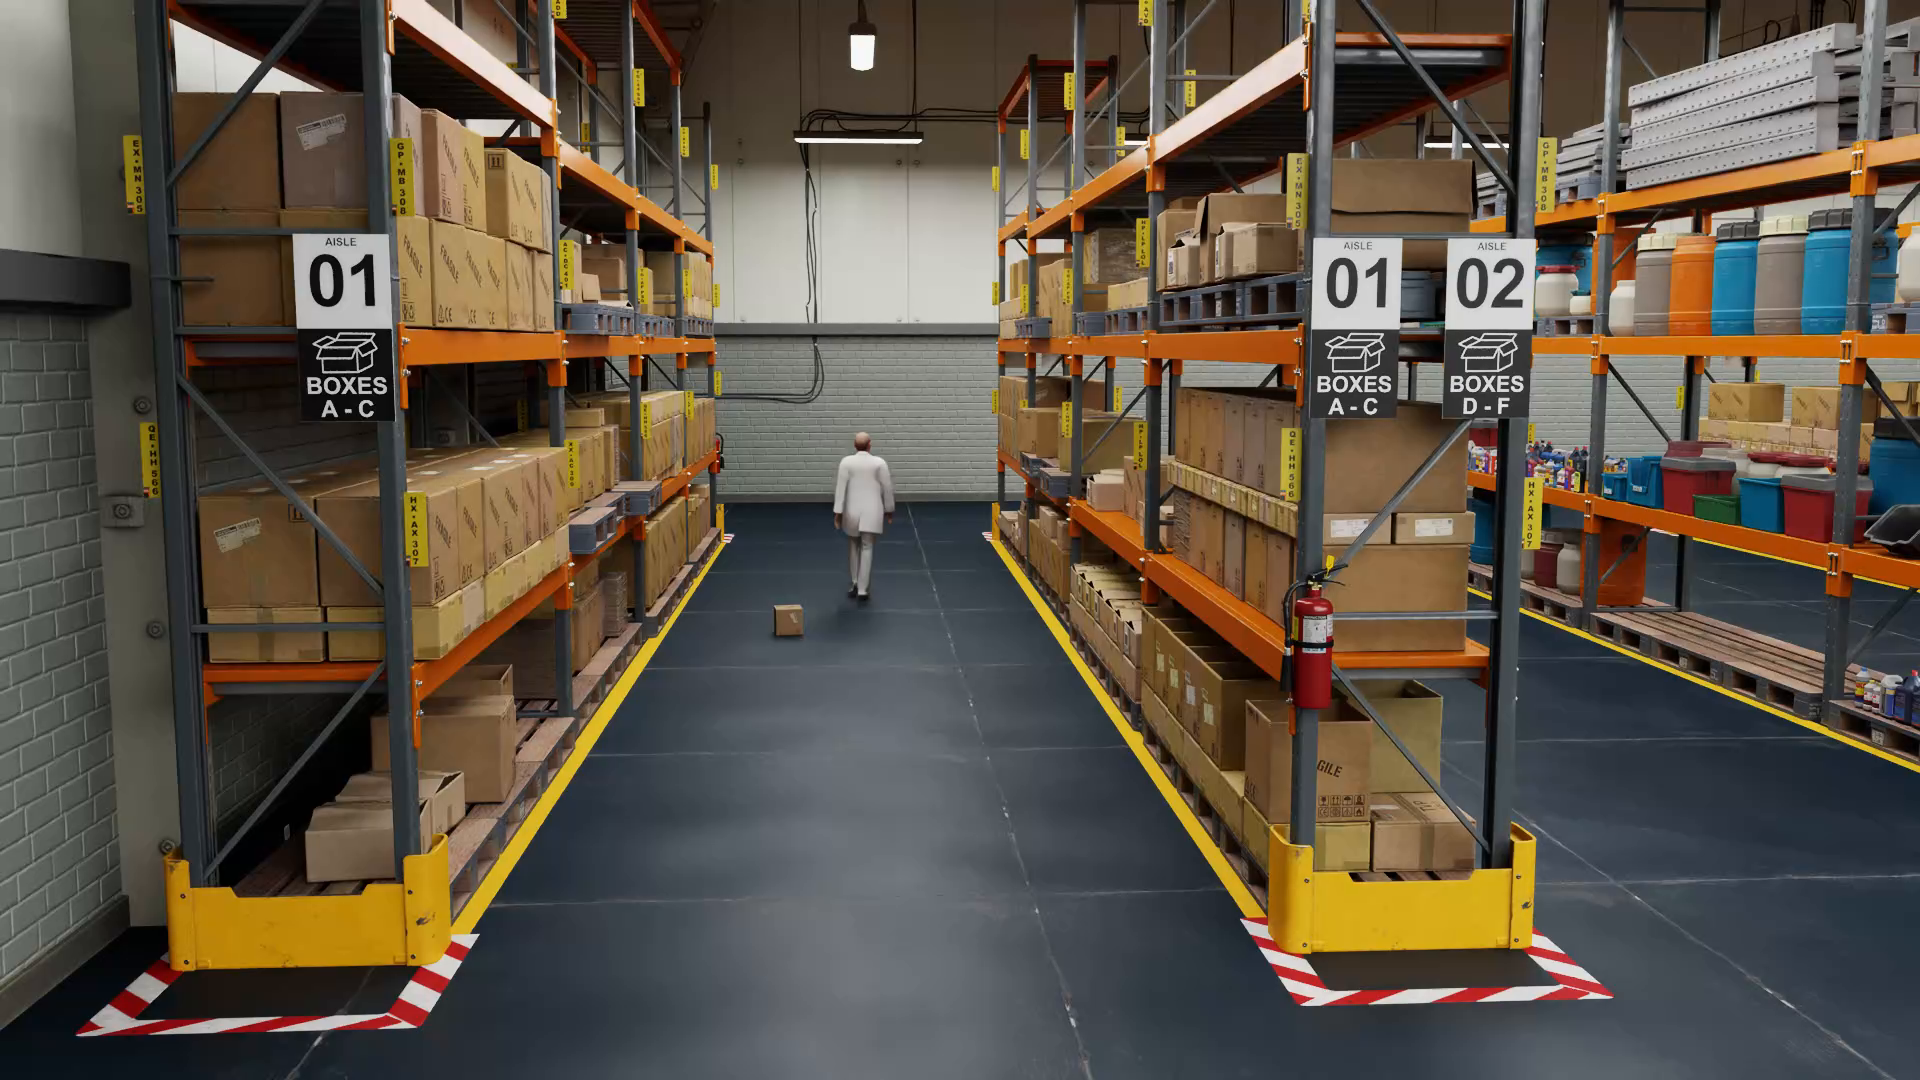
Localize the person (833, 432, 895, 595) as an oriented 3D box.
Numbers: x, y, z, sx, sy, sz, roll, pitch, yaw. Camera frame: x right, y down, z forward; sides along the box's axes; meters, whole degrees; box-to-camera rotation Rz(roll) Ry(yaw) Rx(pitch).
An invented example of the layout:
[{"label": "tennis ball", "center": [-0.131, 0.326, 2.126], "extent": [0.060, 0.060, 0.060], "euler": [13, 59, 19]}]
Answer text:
[{"label": "person", "center": [-1.038, -0.264, 18.135], "extent": [0.643, 1.834, 0.765], "euler": [1, 7, 6]}]
